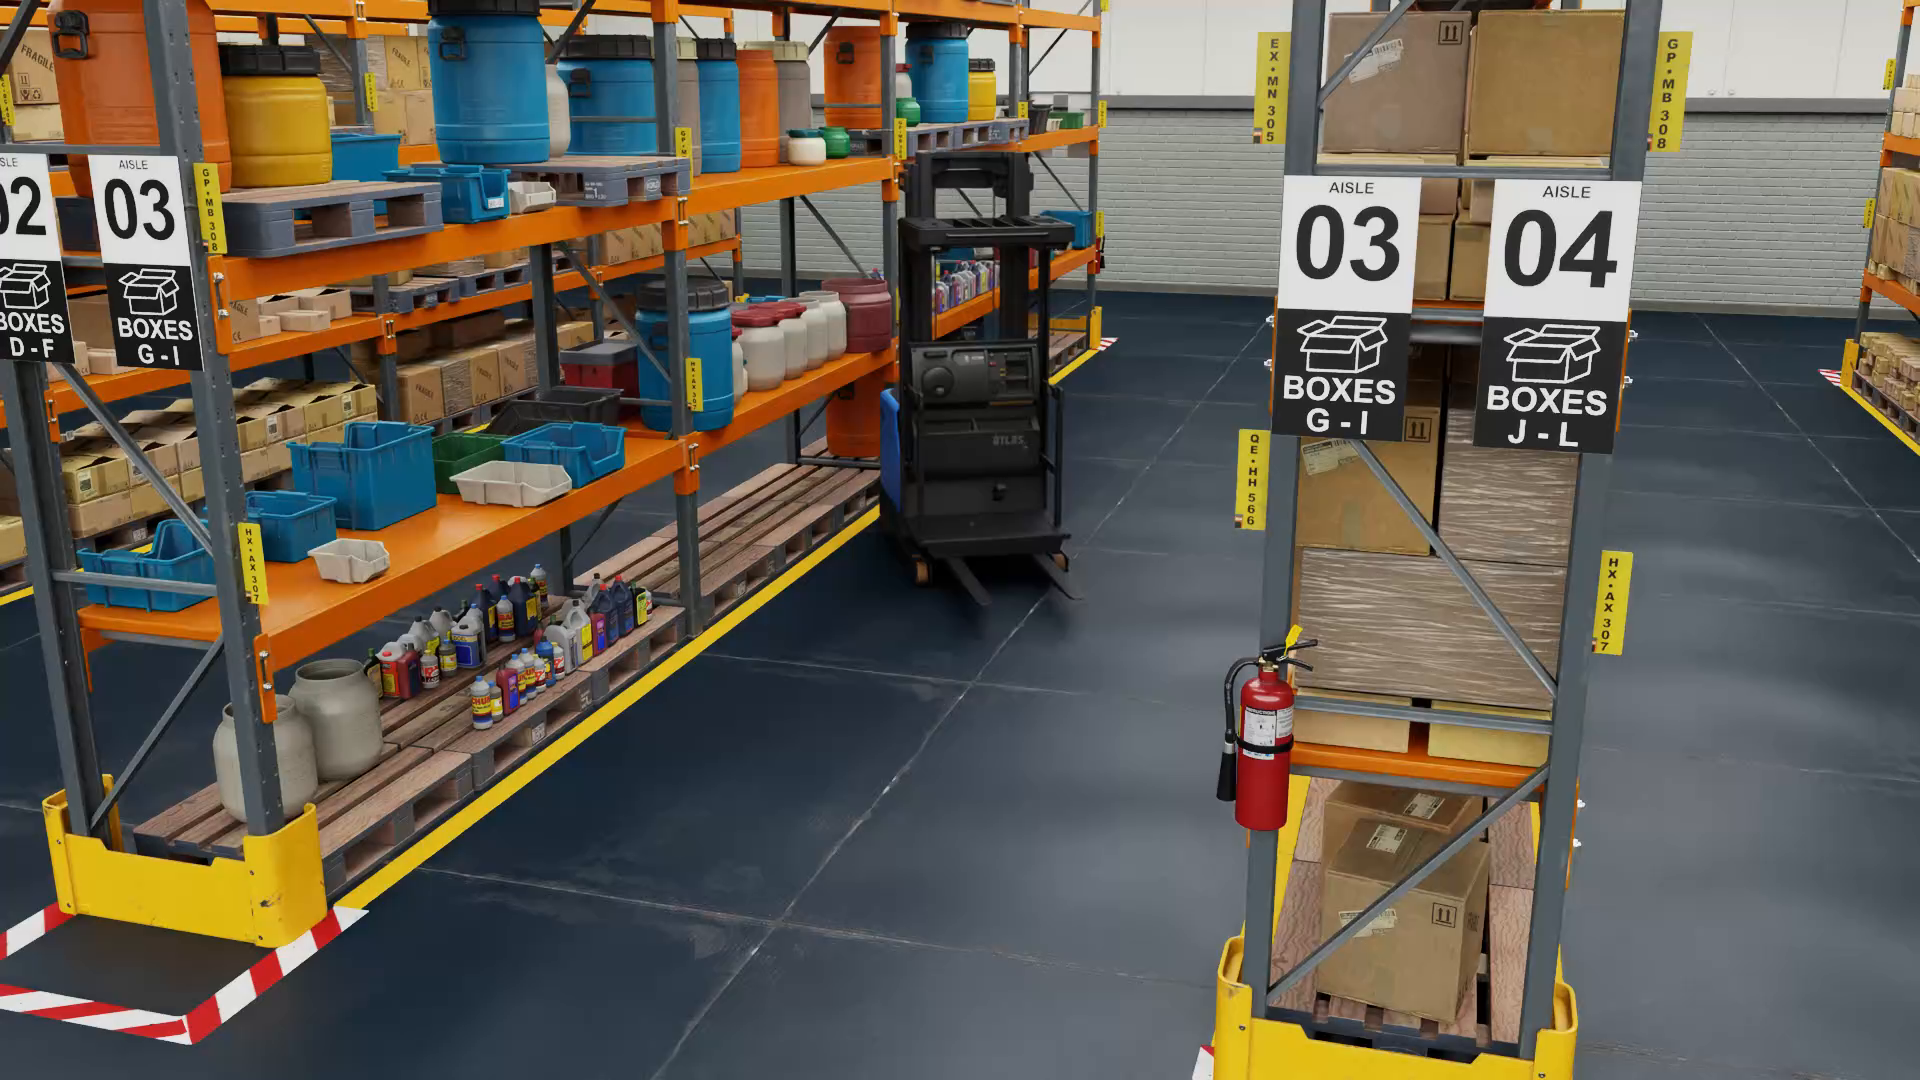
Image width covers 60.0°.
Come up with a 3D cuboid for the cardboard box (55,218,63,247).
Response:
[{"bbox_3d":[-9.830,-3.253,18.037,0.500,0.500,0.500,5,16,16],"label":"cardboard box"}]

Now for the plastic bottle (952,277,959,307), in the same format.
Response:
[{"bbox_3d":[-0.053,-2.386,15.957,0.061,0.283,0.133,5,16,16],"label":"plastic bottle"}]

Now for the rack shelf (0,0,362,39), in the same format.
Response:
[{"bbox_3d":[-6.331,-4.120,12.916,1.077,0.370,4.000,5,16,16],"label":"rack shelf"}]

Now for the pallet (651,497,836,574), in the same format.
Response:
[{"bbox_3d":[-1.620,-0.051,12.624,1.003,0.211,1.213,5,16,16],"label":"pallet"}]

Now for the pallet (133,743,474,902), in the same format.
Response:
[{"bbox_3d":[-3.075,1.288,7.901,1.003,0.211,1.213,5,16,16],"label":"pallet"}]

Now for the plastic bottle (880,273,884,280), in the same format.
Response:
[{"bbox_3d":[-0.763,-2.473,16.286,0.097,0.271,0.097,0,16,0],"label":"plastic bottle"}]

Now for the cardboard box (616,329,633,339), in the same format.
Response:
[{"bbox_3d":[-4.063,-2.511,20.572,0.380,0.166,0.250,5,16,16],"label":"cardboard box"}]

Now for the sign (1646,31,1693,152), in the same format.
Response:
[{"bbox_3d":[1.981,-1.255,4.659,0.100,0.325,0.005,5,16,16],"label":"sign"}]

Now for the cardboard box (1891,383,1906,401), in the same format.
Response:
[{"bbox_3d":[9.852,-1.521,17.150,0.380,0.149,0.250,5,16,16],"label":"cardboard box"}]

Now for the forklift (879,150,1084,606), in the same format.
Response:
[{"bbox_3d":[0.155,-1.206,11.710,1.130,2.935,3.031,-3,16,-11],"label":"forklift"}]

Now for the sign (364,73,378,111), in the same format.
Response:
[{"bbox_3d":[-5.233,-3.981,14.777,0.100,0.325,0.005,5,16,16],"label":"sign"}]

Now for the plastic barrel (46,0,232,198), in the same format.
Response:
[{"bbox_3d":[-3.272,-1.807,6.648,0.600,0.830,0.708,5,16,16],"label":"plastic barrel"}]

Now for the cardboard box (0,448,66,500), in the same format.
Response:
[{"bbox_3d":[-7.059,-0.527,12.431,0.500,0.311,0.500,5,16,16],"label":"cardboard box"}]

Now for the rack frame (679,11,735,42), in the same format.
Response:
[{"bbox_3d":[-3.489,-7.275,21.987,1.000,3.000,0.127,5,16,16],"label":"rack frame"}]

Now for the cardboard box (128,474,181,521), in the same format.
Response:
[{"bbox_3d":[-6.401,-0.349,12.831,0.500,0.250,0.500,5,17,17],"label":"cardboard box"}]

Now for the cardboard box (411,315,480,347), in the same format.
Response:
[{"bbox_3d":[-5.423,-2.212,17.530,0.500,0.250,0.500,4,16,15],"label":"cardboard box"}]

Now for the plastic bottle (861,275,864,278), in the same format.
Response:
[{"bbox_3d":[-0.899,-2.363,15.755,0.144,0.351,0.185,5,16,16],"label":"plastic bottle"}]

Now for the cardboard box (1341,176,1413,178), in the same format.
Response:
[{"bbox_3d":[1.241,-1.093,5.234,0.380,0.149,0.250,5,16,16],"label":"cardboard box"}]

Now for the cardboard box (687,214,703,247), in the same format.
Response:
[{"bbox_3d":[-3.646,-4.033,21.367,0.500,0.500,0.500,5,17,16],"label":"cardboard box"}]

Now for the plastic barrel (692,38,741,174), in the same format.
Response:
[{"bbox_3d":[-1.843,-3.041,11.637,0.600,0.901,0.708,5,16,16],"label":"plastic barrel"}]

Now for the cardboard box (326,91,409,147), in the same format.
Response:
[{"bbox_3d":[-5.671,-3.904,15.416,0.910,0.500,0.500,5,16,16],"label":"cardboard box"}]

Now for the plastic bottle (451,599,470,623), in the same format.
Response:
[{"bbox_3d":[-2.919,0.499,9.744,0.061,0.283,0.133,5,17,18],"label":"plastic bottle"}]

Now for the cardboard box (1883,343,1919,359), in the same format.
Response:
[{"bbox_3d":[10.111,-2.006,17.769,0.380,0.149,0.250,4,16,13],"label":"cardboard box"}]

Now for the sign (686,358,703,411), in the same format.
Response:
[{"bbox_3d":[-1.627,-0.952,10.181,0.100,0.325,0.005,5,16,16],"label":"sign"}]

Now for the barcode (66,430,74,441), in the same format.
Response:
[{"bbox_3d":[-6.428,-0.755,12.009,0.001,0.075,0.075,5,16,16],"label":"barcode"}]

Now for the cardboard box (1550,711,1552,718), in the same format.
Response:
[{"bbox_3d":[1.860,0.567,5.793,0.380,0.149,0.250,5,16,16],"label":"cardboard box"}]

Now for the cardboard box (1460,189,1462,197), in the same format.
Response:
[{"bbox_3d":[2.131,-1.175,6.254,0.500,0.250,0.500,5,16,16],"label":"cardboard box"}]

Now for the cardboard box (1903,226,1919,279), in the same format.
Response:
[{"bbox_3d":[9.924,-2.901,16.831,0.500,0.500,0.500,4,16,14],"label":"cardboard box"}]

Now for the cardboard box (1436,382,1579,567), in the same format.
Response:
[{"bbox_3d":[1.878,-0.229,5.578,0.500,0.500,0.500,5,16,16],"label":"cardboard box"}]

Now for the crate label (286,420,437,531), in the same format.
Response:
[{"bbox_3d":[-3.024,-0.337,8.457,0.502,0.435,0.616,5,16,16],"label":"crate label"}]

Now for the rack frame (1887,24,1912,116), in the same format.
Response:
[{"bbox_3d":[10.734,-6.095,17.826,1.000,3.000,0.127,5,16,16],"label":"rack frame"}]

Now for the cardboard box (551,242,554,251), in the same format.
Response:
[{"bbox_3d":[-4.975,-3.486,18.670,0.700,0.500,0.500,-1,16,-3],"label":"cardboard box"}]

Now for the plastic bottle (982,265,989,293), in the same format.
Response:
[{"bbox_3d":[0.216,-2.674,16.987,0.152,0.276,0.135,5,16,16],"label":"plastic bottle"}]

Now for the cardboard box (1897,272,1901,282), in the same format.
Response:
[{"bbox_3d":[10.225,-2.814,17.714,0.380,0.149,0.250,5,17,18],"label":"cardboard box"}]

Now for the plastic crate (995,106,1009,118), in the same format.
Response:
[{"bbox_3d":[0.333,-4.834,19.095,0.437,0.282,0.530,5,16,16],"label":"plastic crate"}]

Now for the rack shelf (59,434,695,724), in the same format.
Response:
[{"bbox_3d":[-2.720,0.005,8.633,1.077,0.370,4.000,5,16,16],"label":"rack shelf"}]

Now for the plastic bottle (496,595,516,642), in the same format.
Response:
[{"bbox_3d":[-2.704,0.463,9.894,0.097,0.271,0.097,0,16,0],"label":"plastic bottle"}]

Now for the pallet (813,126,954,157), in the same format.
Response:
[{"bbox_3d":[-0.703,-3.456,14.364,1.003,0.211,1.213,5,16,16],"label":"pallet"}]

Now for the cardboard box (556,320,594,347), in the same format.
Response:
[{"bbox_3d":[-4.491,-2.200,18.864,0.500,0.500,0.500,5,16,16],"label":"cardboard box"}]

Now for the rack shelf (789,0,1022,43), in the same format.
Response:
[{"bbox_3d":[-0.446,-4.782,15.248,1.077,0.370,4.000,5,16,16],"label":"rack shelf"}]

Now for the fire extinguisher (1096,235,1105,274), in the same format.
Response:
[{"bbox_3d":[1.738,-3.791,21.525,0.296,0.674,0.183,5,16,16],"label":"fire extinguisher"}]

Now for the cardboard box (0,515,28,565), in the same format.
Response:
[{"bbox_3d":[-6.822,0.010,11.568,0.500,0.250,0.500,5,16,16],"label":"cardboard box"}]

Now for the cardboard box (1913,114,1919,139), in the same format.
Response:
[{"bbox_3d":[10.074,-4.209,16.949,0.500,0.250,0.500,4,16,14],"label":"cardboard box"}]

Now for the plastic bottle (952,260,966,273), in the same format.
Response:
[{"bbox_3d":[-0.016,-2.631,16.697,0.144,0.351,0.185,5,16,16],"label":"plastic bottle"}]

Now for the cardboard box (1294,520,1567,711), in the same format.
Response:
[{"bbox_3d":[1.643,0.233,5.782,0.875,0.500,0.500,5,16,16],"label":"cardboard box"}]

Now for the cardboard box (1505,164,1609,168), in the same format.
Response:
[{"bbox_3d":[1.927,-1.111,5.296,0.380,0.149,0.250,5,17,17],"label":"cardboard box"}]

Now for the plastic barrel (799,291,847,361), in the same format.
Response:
[{"bbox_3d":[-1.102,-1.679,13.047,0.421,0.512,0.421,0,16,0],"label":"plastic barrel"}]

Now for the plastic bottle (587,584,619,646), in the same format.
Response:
[{"bbox_3d":[-2.112,0.439,9.831,0.144,0.351,0.185,4,16,13],"label":"plastic bottle"}]

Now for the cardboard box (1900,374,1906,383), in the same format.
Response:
[{"bbox_3d":[10.024,-1.717,17.297,0.380,0.149,0.250,6,17,19],"label":"cardboard box"}]

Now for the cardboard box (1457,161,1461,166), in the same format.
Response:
[{"bbox_3d":[2.224,-1.753,8.292,0.500,0.250,0.500,4,16,14],"label":"cardboard box"}]

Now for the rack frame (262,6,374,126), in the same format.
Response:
[{"bbox_3d":[-5.763,-5.182,14.608,1.000,3.000,0.127,5,16,16],"label":"rack frame"}]

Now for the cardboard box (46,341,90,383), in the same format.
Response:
[{"bbox_3d":[-6.801,-1.309,12.224,0.500,0.250,0.500,6,17,19],"label":"cardboard box"}]

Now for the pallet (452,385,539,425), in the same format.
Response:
[{"bbox_3d":[-5.165,-1.465,17.607,1.003,0.211,1.213,5,16,16],"label":"pallet"}]

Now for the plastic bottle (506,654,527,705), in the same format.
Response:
[{"bbox_3d":[-2.376,0.743,8.906,0.097,0.271,0.097,0,16,0],"label":"plastic bottle"}]

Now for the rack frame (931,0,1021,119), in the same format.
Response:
[{"bbox_3d":[0.122,-5.843,16.940,1.000,3.000,0.127,5,16,16],"label":"rack frame"}]

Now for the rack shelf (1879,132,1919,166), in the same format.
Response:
[{"bbox_3d":[10.166,-3.782,16.489,1.077,0.370,4.000,5,16,16],"label":"rack shelf"}]
